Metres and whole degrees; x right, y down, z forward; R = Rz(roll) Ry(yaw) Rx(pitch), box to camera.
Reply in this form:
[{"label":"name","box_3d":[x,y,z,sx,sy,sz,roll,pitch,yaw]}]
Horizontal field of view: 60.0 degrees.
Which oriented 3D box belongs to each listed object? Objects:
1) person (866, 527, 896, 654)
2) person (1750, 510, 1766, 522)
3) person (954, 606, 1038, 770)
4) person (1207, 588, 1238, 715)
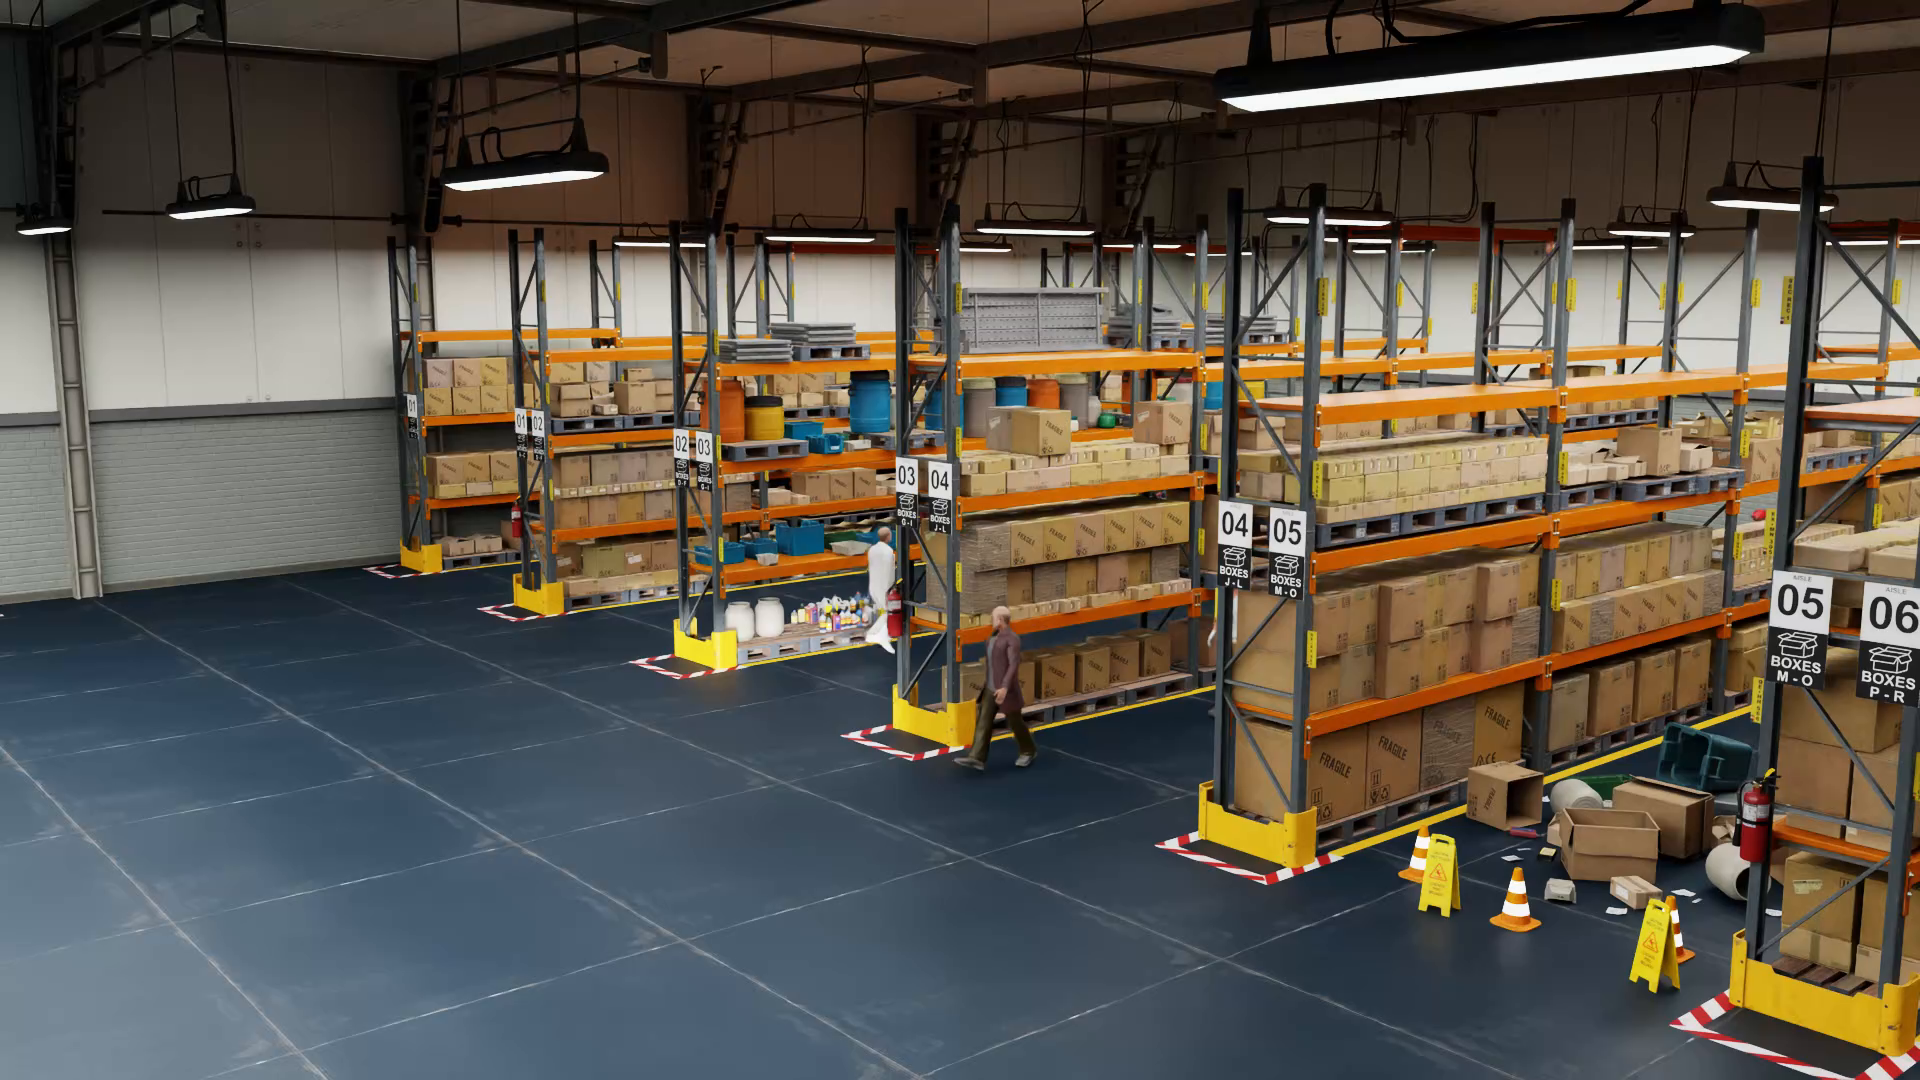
[{"label":"person","box_3d":[-1.051,0.673,22.778,0.545,1.707,0.615,-6,11,-35]},{"label":"person","box_3d":[12.107,0.399,25.302,1.050,1.721,0.549,-8,12,-44]},{"label":"person","box_3d":[0.406,1.587,17.740,1.003,1.747,0.661,-6,11,-33]},{"label":"person","box_3d":[3.263,1.189,20.136,0.924,1.746,0.572,-5,10,-31]}]
